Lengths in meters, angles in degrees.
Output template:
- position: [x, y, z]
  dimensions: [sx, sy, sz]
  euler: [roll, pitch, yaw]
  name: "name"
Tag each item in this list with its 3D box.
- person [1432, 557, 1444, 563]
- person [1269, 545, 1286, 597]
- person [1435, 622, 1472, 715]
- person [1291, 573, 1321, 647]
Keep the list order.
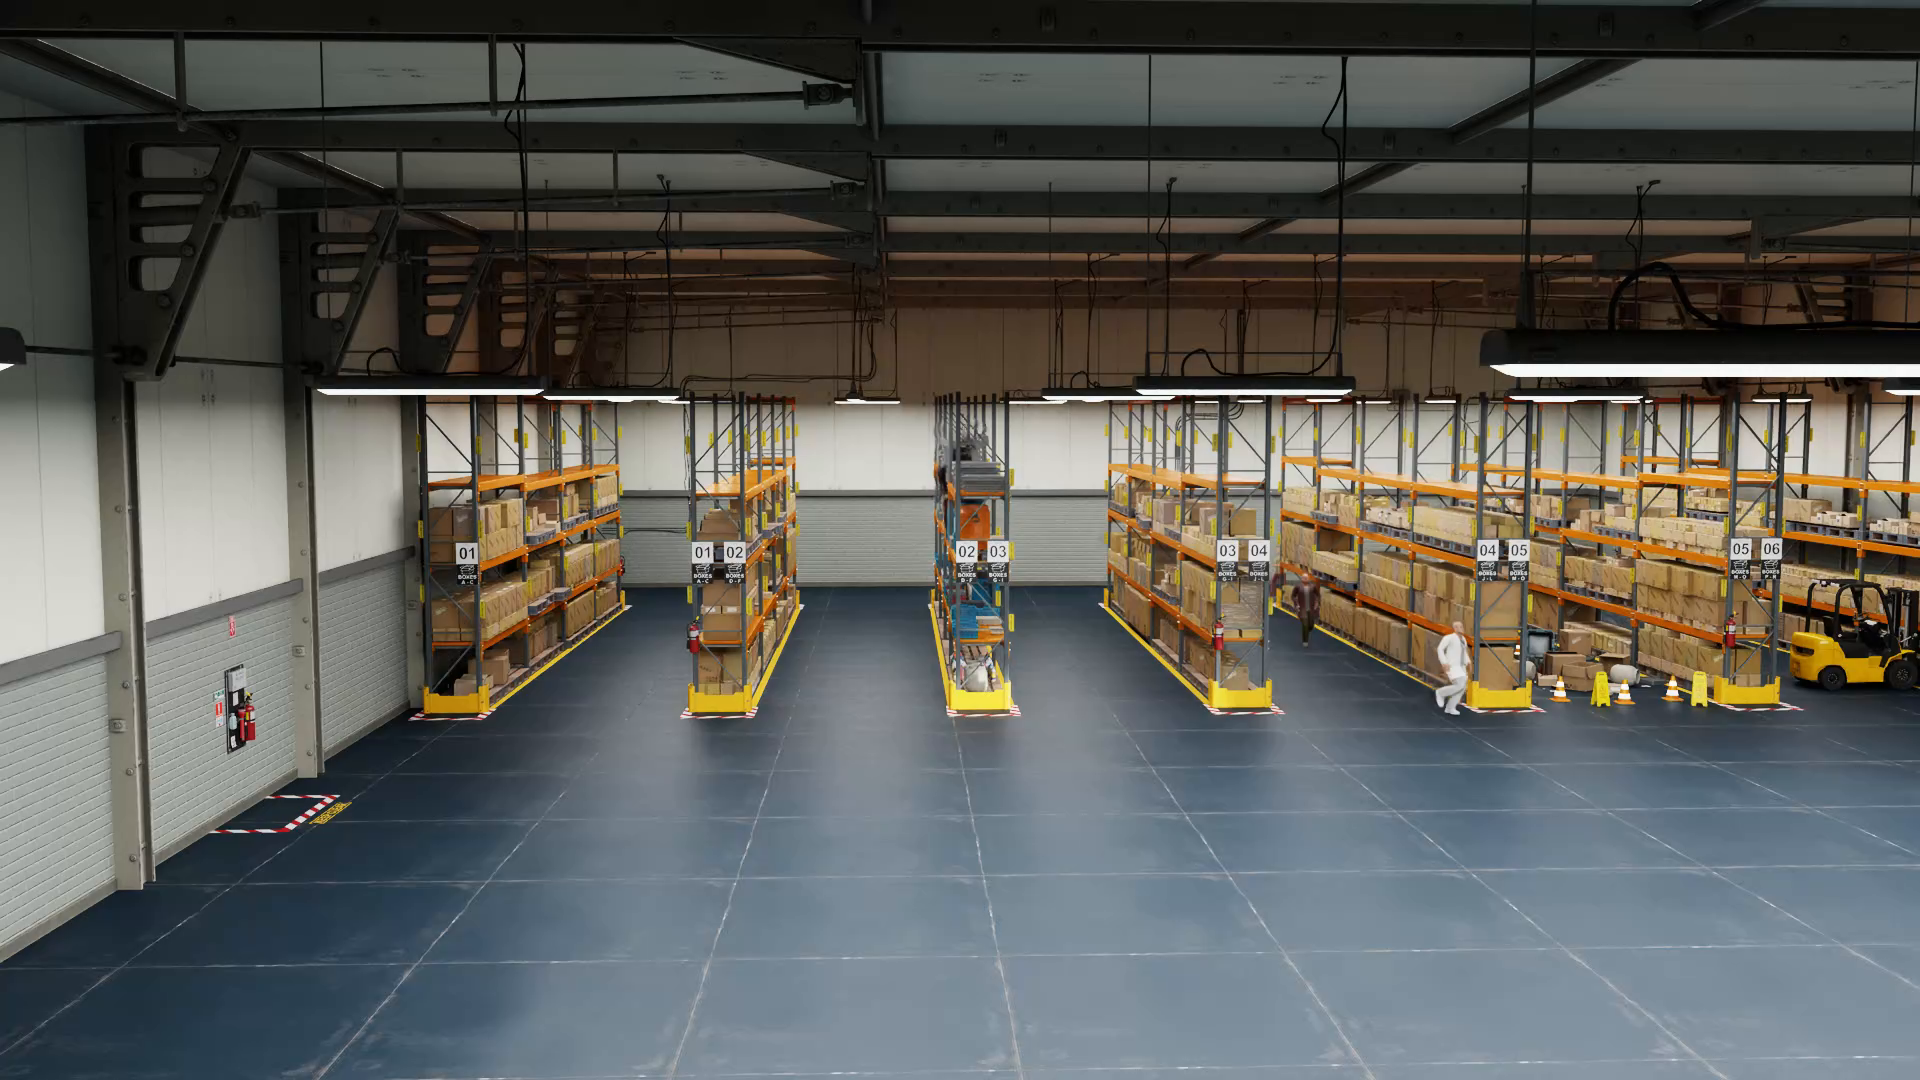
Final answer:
- position: [14.181, 0.944, 49.356]
  dimensions: [0.599, 1.641, 0.620]
  euler: [1, 5, 8]
  name: "person"
- position: [9.421, 0.987, 48.795]
  dimensions: [0.870, 1.685, 0.604]
  euler: [-1, 5, -9]
  name: "person"
- position: [9.289, 2.383, 31.101]
  dimensions: [0.731, 1.696, 0.580]
  euler: [-4, 6, -38]
  name: "person"
- position: [8.288, 1.669, 39.853]
  dimensions: [0.708, 1.749, 0.656]
  euler: [0, 5, 4]
  name: "person"
